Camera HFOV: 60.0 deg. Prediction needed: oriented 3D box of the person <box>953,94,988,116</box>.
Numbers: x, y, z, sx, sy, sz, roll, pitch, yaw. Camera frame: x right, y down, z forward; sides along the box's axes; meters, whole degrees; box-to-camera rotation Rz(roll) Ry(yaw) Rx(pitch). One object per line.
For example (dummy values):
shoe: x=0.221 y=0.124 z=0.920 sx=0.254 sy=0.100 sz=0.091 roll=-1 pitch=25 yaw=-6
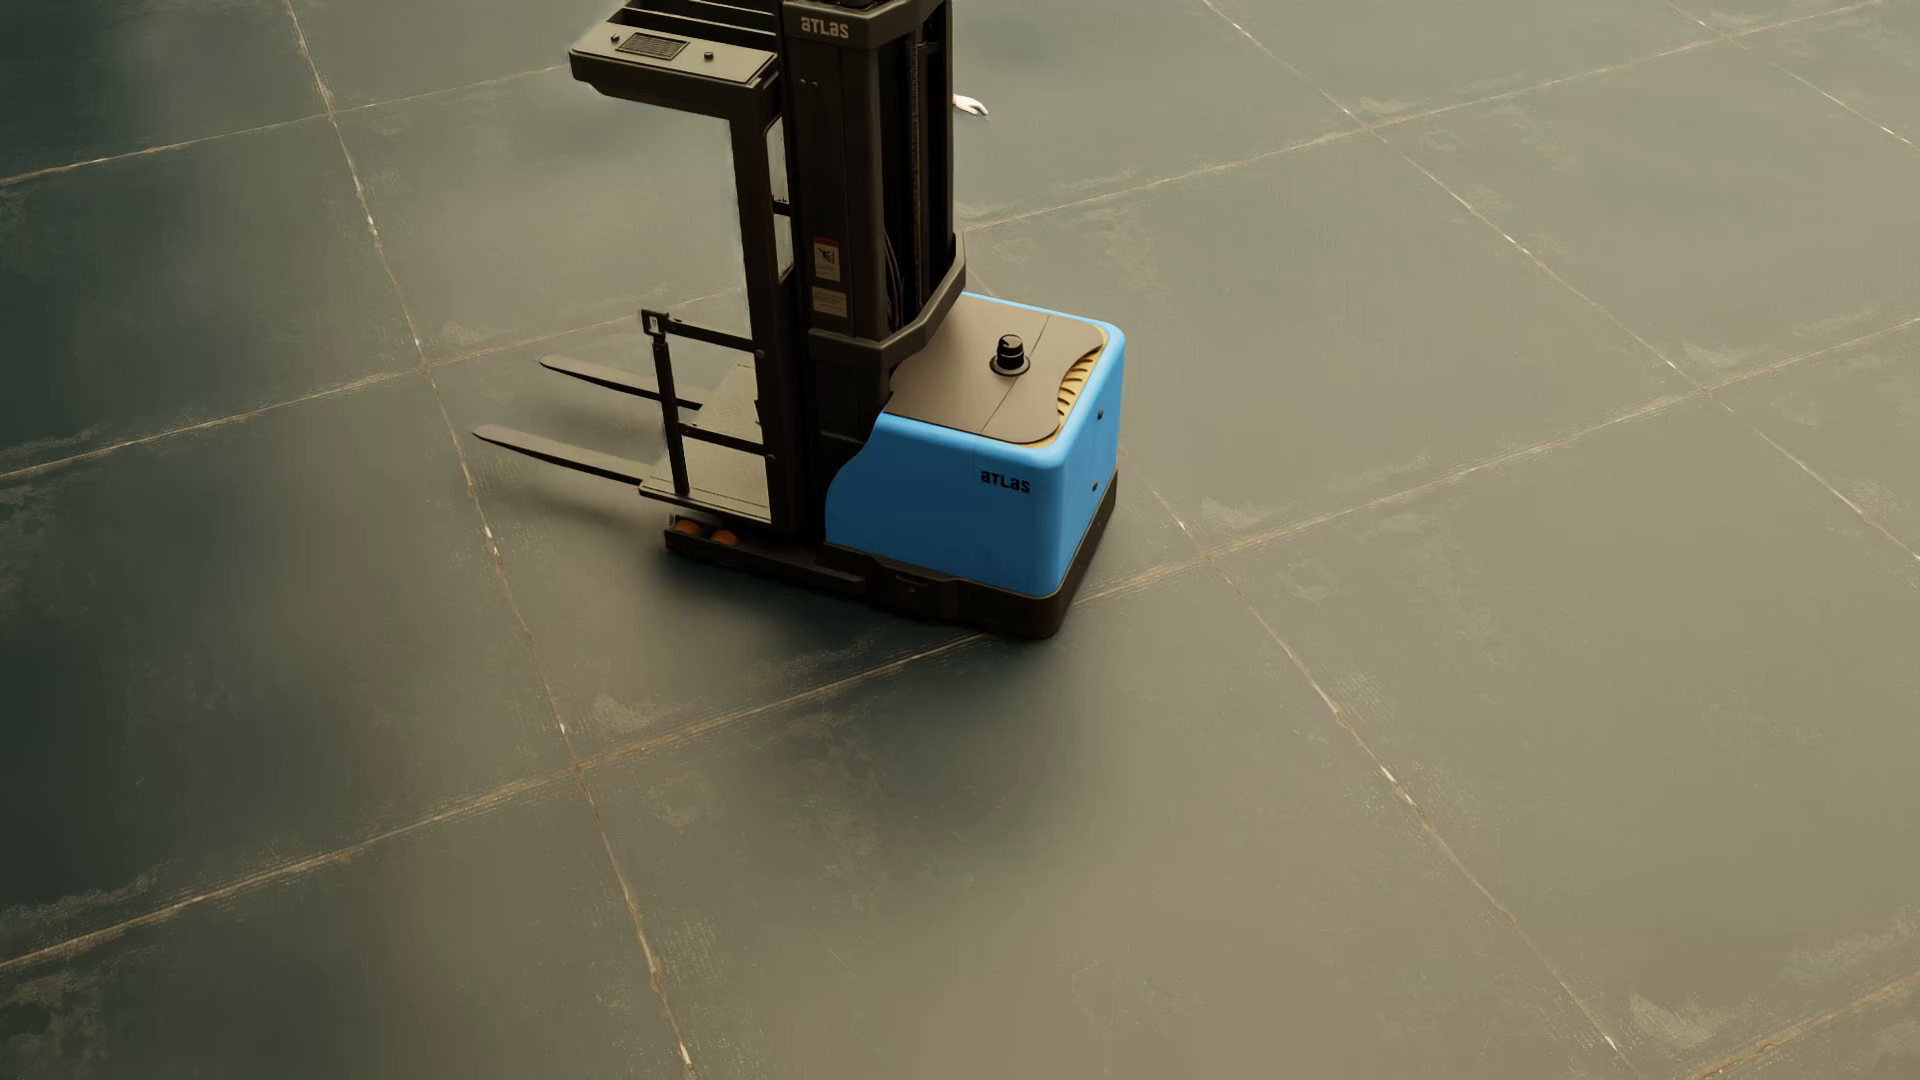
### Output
person: x=-0.296 y=-1.962 z=8.838 sx=1.166 sy=1.522 sz=0.903 roll=-18 pitch=46 yaw=-19

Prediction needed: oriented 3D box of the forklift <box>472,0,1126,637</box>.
forklift: x=-0.833 y=-1.274 z=7.045 sx=3.031 sy=2.935 sz=1.130 roll=15 pitch=45 yaw=15
